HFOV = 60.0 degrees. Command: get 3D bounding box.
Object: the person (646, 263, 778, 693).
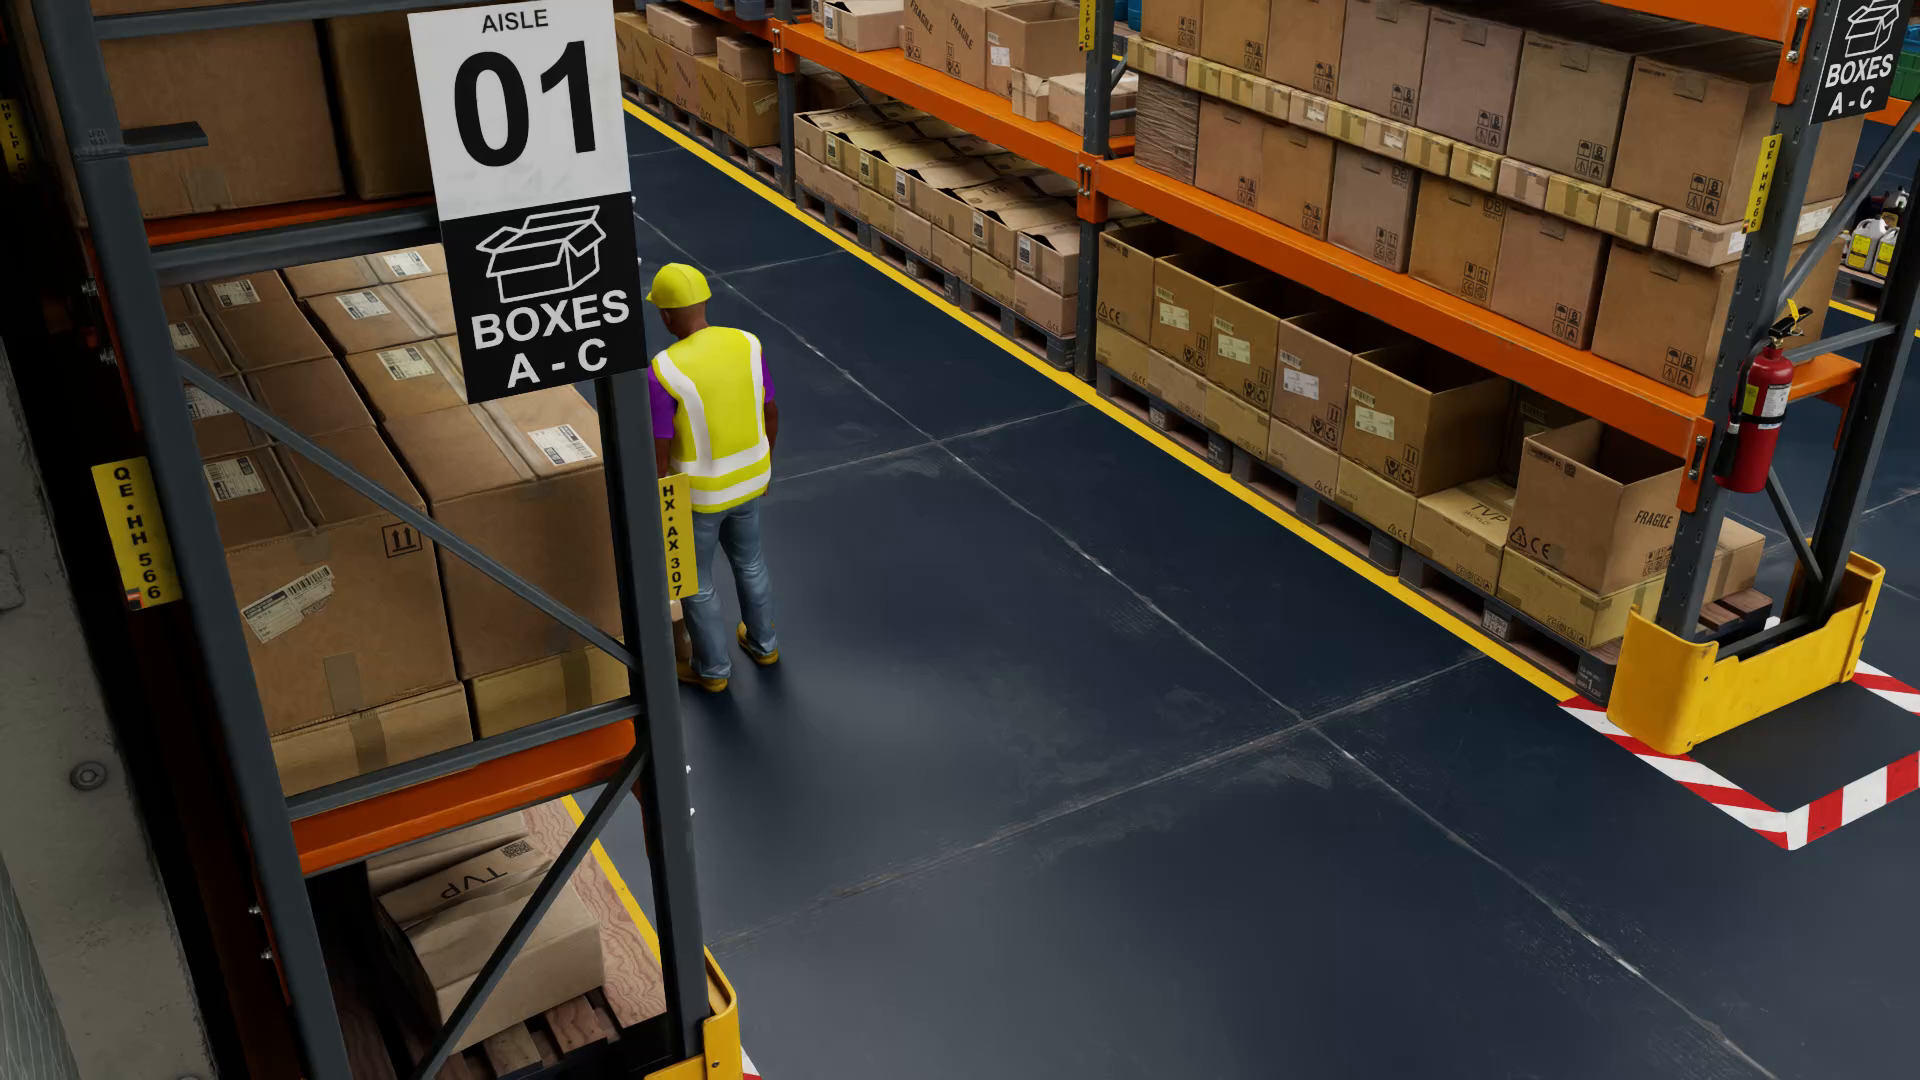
[{"bbox_3d":[-0.983,-0.234,6.531,0.628,1.761,0.456,-24,37,-37],"label":"person"}]
